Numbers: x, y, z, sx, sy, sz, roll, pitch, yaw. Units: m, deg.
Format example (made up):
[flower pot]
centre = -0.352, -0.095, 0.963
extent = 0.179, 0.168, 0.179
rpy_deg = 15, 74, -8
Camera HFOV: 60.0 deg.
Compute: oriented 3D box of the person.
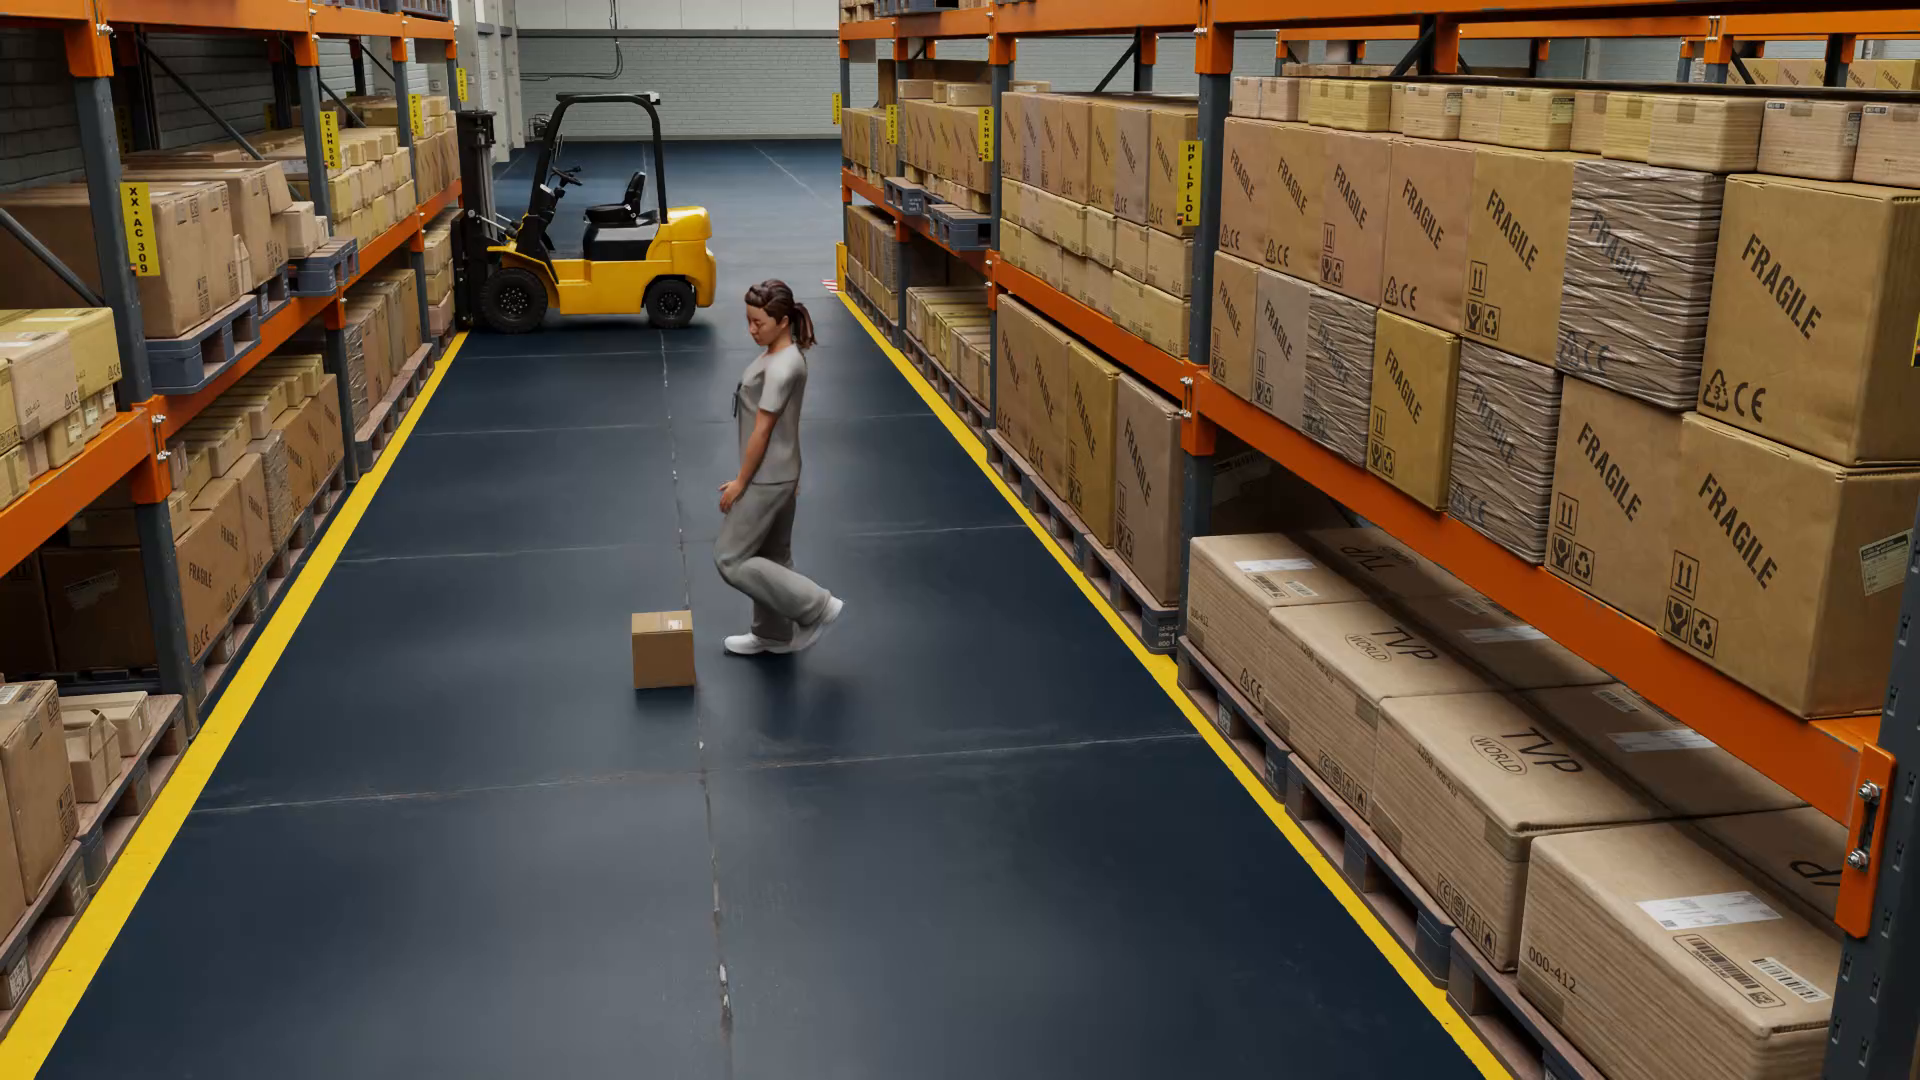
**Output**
[person]
centre = -0.760, -0.257, 6.898
extent = 0.532, 1.666, 0.486
rpy_deg = -1, 16, -2
